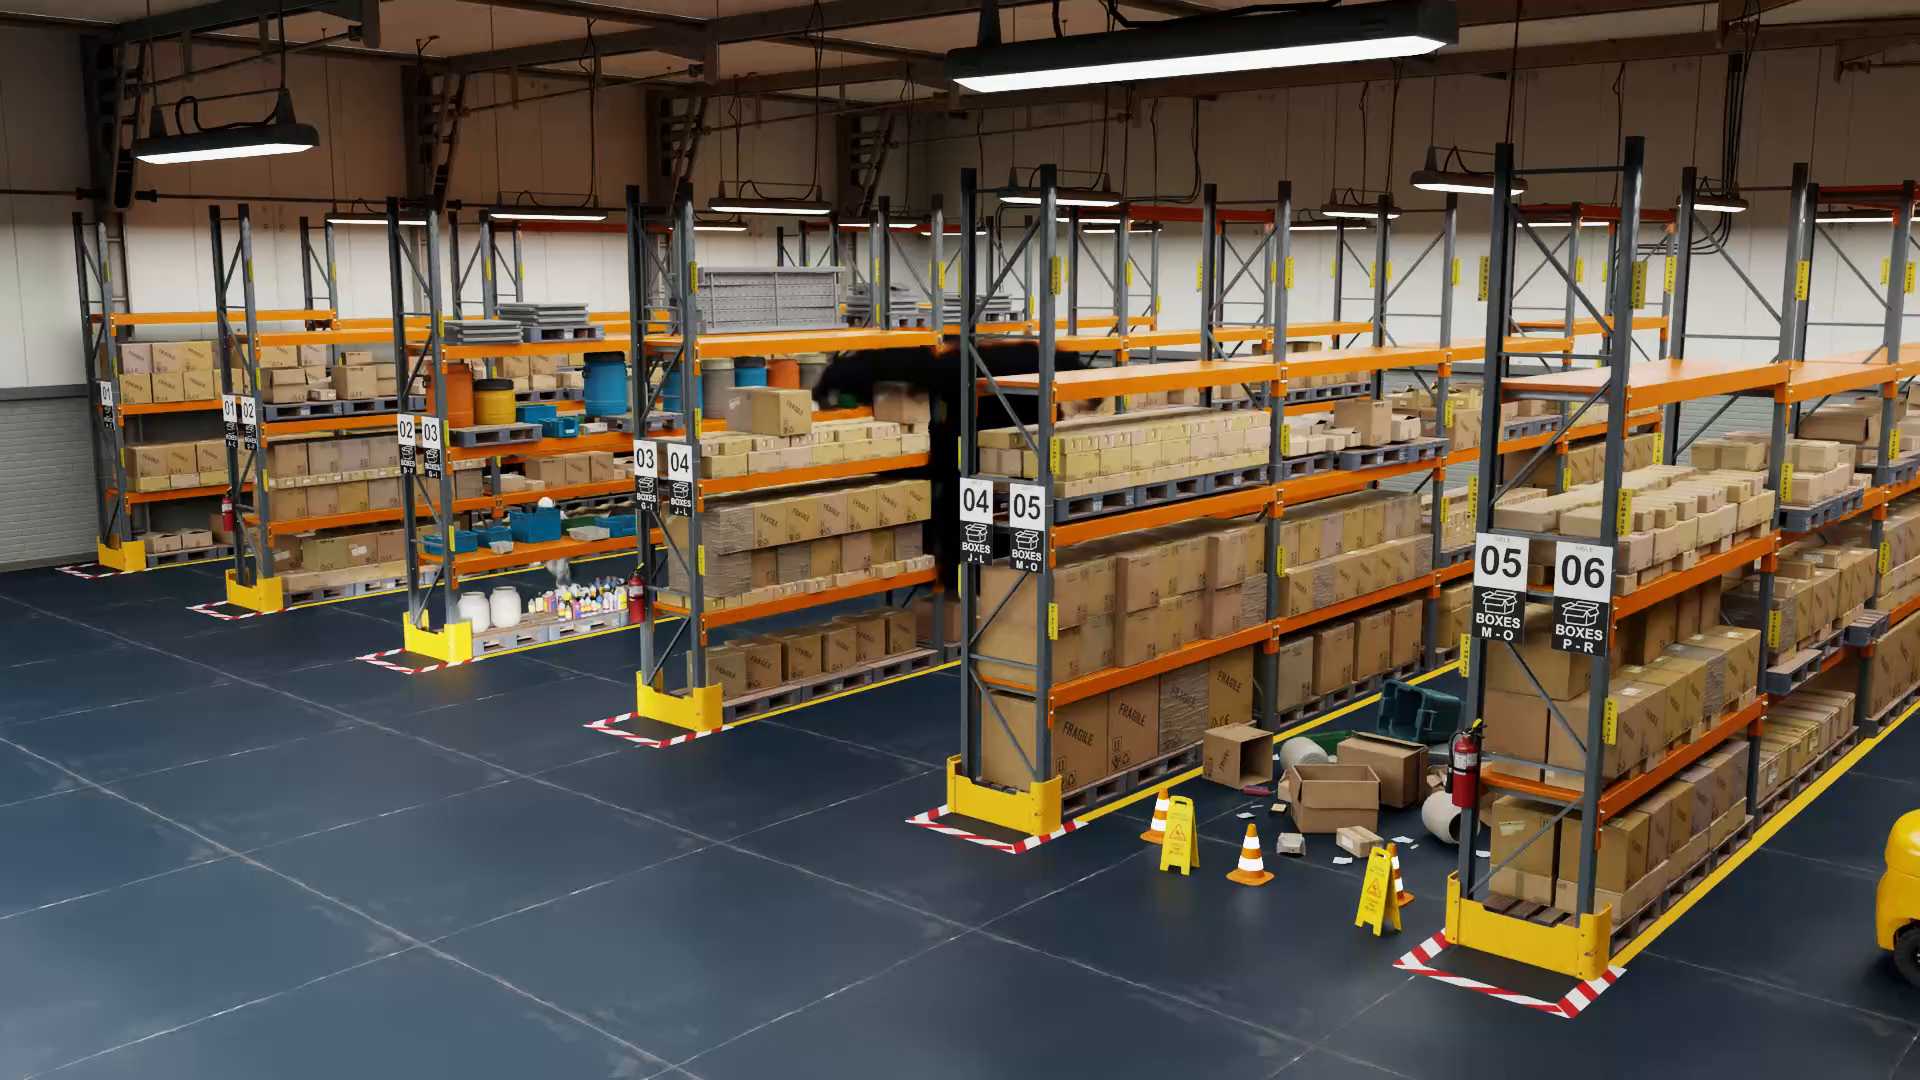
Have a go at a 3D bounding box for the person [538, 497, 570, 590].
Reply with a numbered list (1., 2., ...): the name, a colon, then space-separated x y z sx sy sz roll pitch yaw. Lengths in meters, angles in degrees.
1. person: -6.392 0.074 26.100 0.678 1.582 0.929 2 10 10
